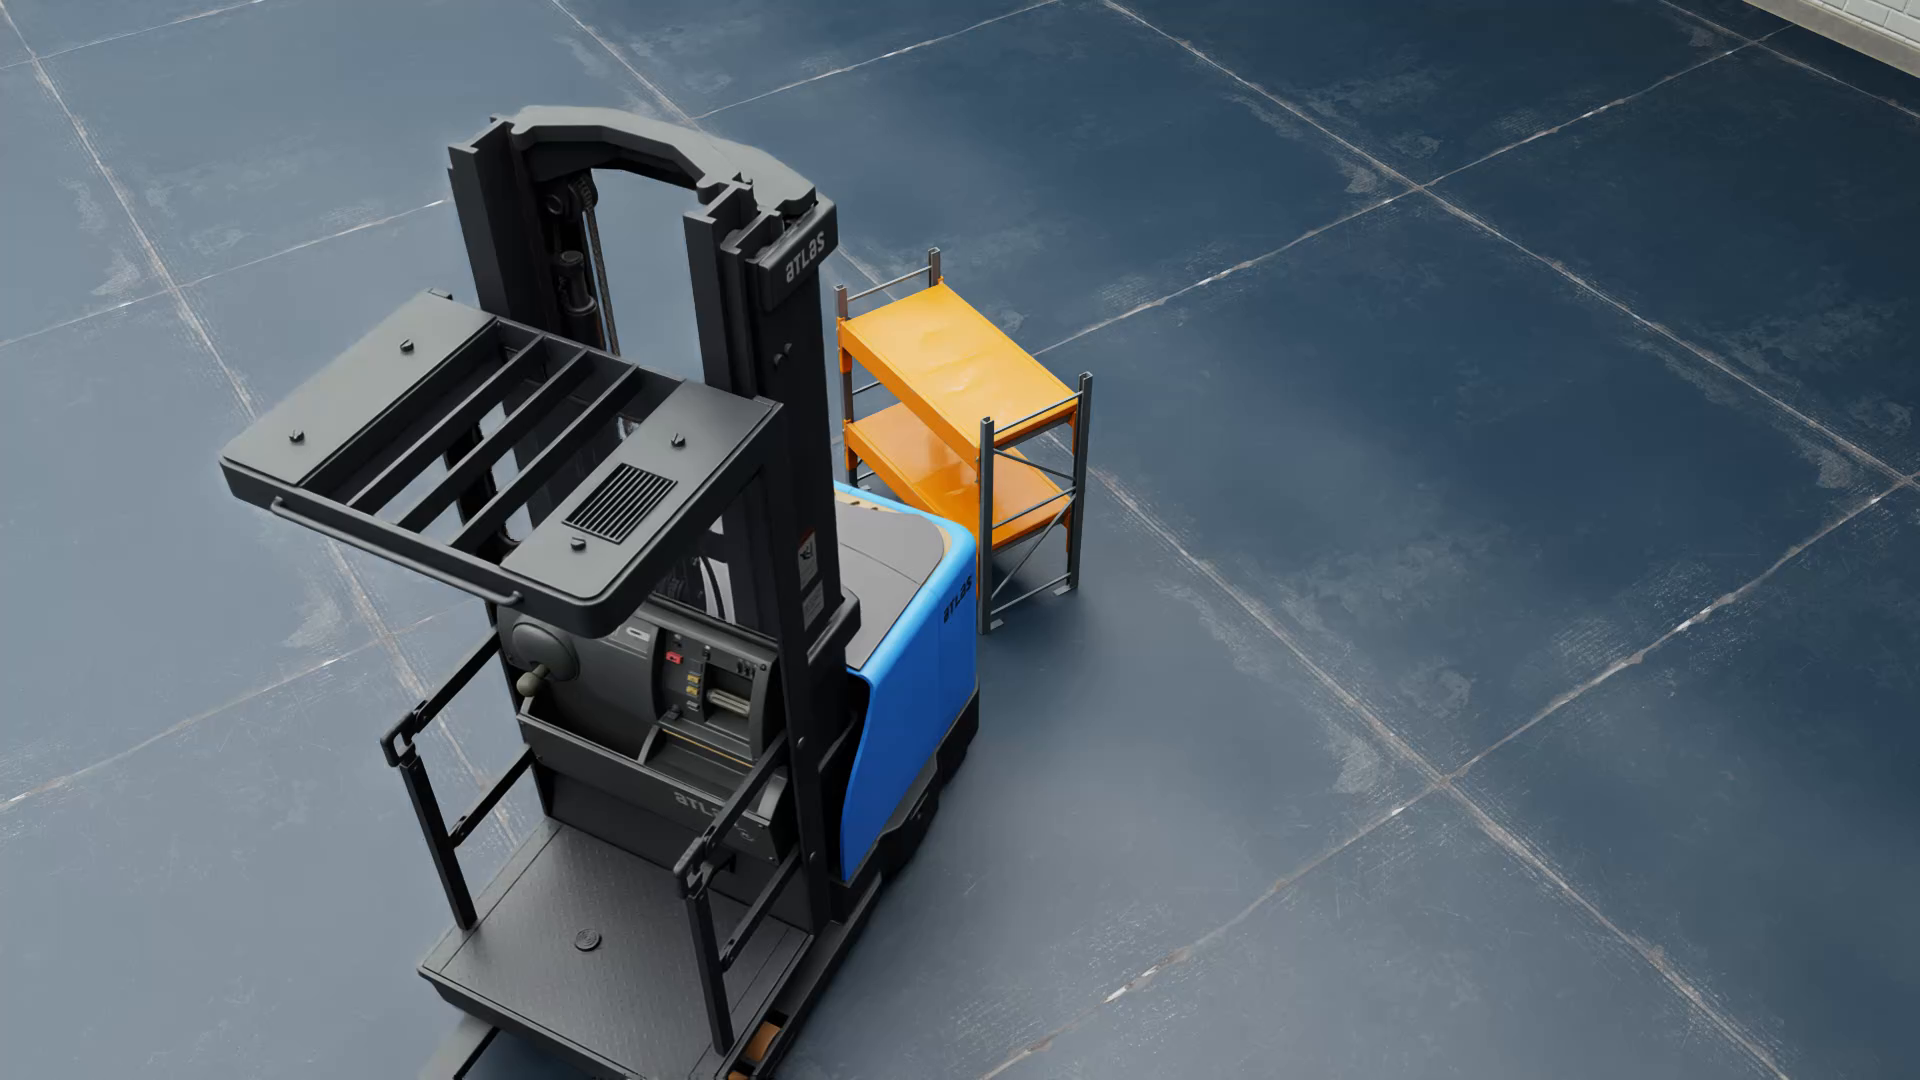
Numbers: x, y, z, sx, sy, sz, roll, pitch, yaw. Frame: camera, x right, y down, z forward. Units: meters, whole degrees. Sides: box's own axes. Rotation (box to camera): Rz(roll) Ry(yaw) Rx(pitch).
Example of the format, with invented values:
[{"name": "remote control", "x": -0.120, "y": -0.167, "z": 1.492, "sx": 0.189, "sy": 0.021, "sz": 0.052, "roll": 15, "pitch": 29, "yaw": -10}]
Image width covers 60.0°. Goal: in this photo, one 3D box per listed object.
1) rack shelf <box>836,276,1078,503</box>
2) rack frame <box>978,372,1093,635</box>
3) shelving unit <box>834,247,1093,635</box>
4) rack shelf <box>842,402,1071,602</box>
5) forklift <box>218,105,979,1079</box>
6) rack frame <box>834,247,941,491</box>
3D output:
[{"name": "rack shelf", "x": -0.004, "y": -0.622, "z": 6.654, "sx": 0.538, "sy": 0.278, "sz": 1.000, "roll": -26, "pitch": 49, "yaw": -24}, {"name": "rack frame", "x": 0.287, "y": -0.123, "z": 6.555, "sx": 0.500, "sy": 1.125, "sz": 0.032, "roll": -26, "pitch": 49, "yaw": -24}, {"name": "shelving unit", "x": -0.004, "y": -0.411, "z": 6.857, "sx": 0.538, "sy": 1.125, "sz": 1.048, "roll": -26, "pitch": 49, "yaw": -24}, {"name": "rack shelf", "x": -0.004, "y": -0.234, "z": 7.025, "sx": 0.538, "sy": 0.278, "sz": 1.000, "roll": -26, "pitch": 49, "yaw": -24}, {"name": "forklift", "x": -1.042, "y": 0.437, "z": 4.661, "sx": 1.130, "sy": 2.935, "sz": 3.031, "roll": 19, "pitch": 47, "yaw": 19}, {"name": "rack frame", "x": -0.295, "y": -0.699, "z": 7.158, "sx": 0.500, "sy": 1.125, "sz": 0.032, "roll": -26, "pitch": 49, "yaw": -24}]
